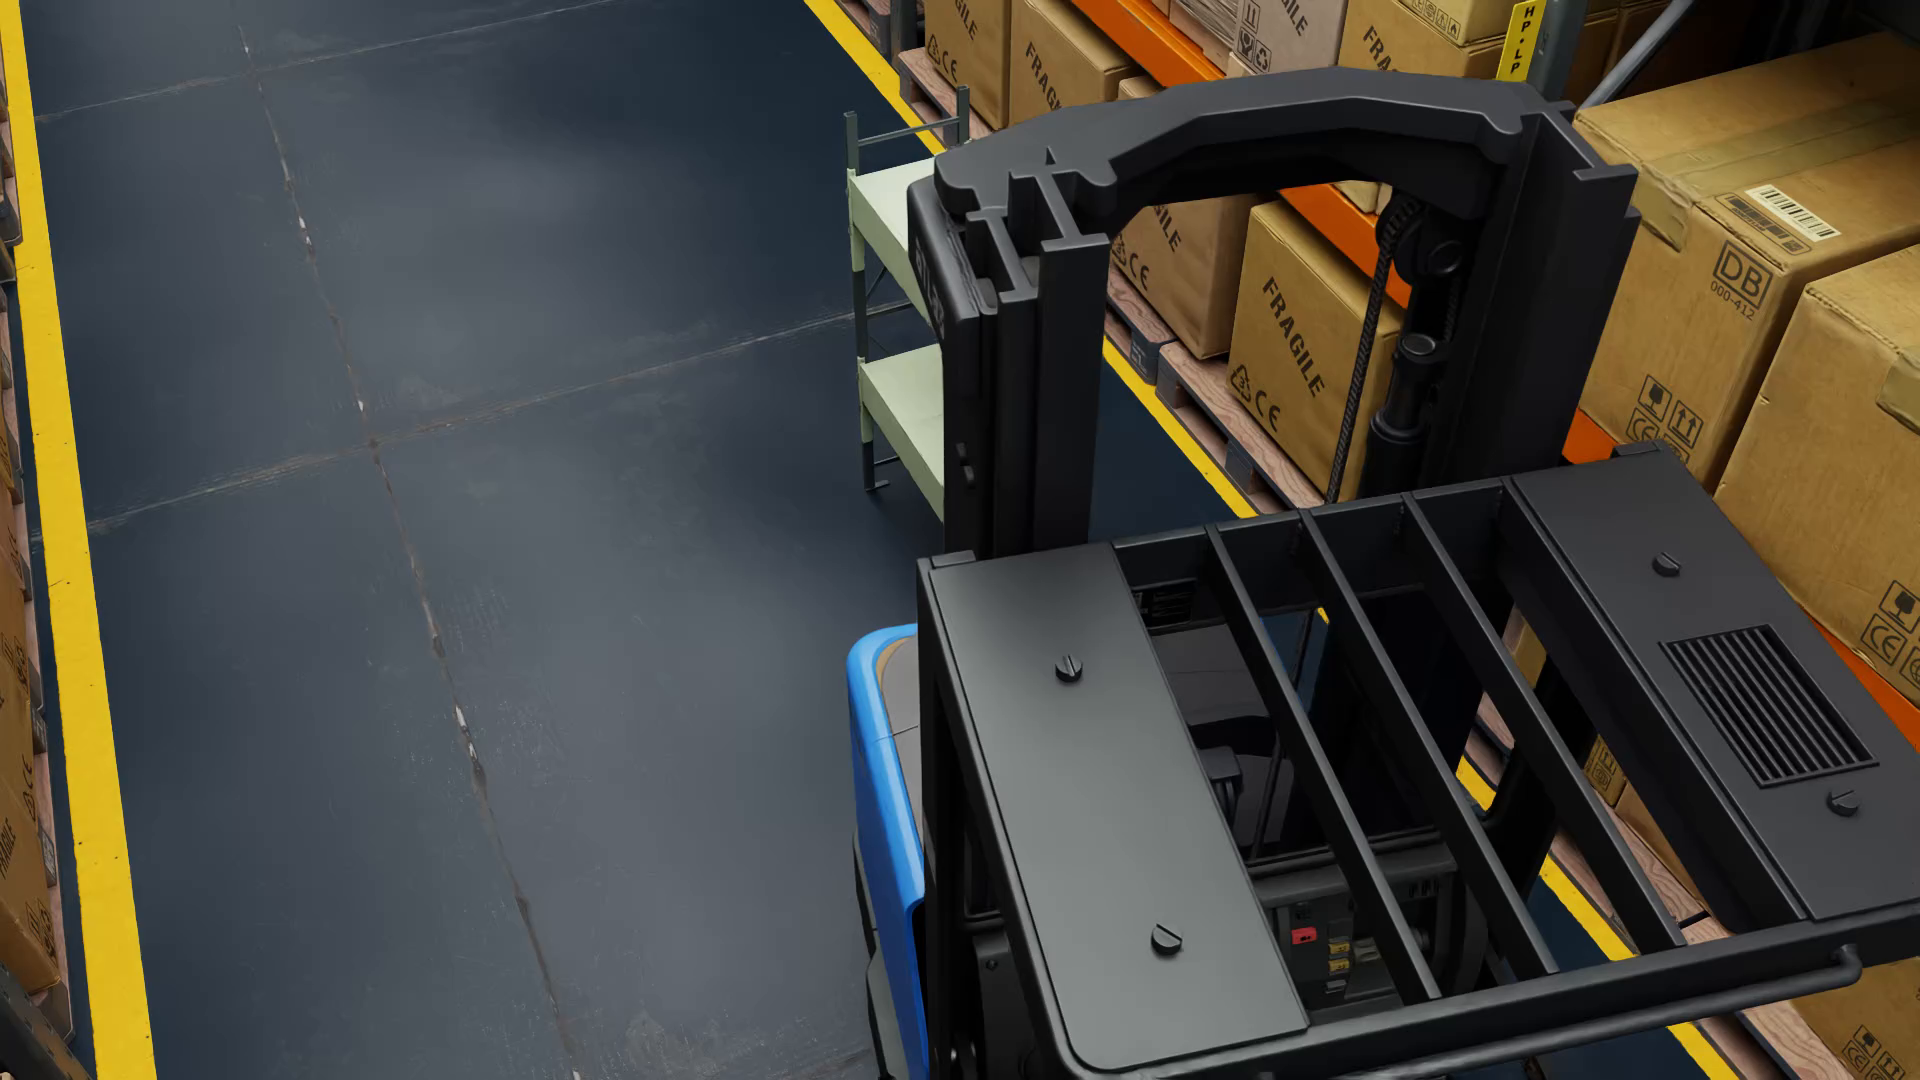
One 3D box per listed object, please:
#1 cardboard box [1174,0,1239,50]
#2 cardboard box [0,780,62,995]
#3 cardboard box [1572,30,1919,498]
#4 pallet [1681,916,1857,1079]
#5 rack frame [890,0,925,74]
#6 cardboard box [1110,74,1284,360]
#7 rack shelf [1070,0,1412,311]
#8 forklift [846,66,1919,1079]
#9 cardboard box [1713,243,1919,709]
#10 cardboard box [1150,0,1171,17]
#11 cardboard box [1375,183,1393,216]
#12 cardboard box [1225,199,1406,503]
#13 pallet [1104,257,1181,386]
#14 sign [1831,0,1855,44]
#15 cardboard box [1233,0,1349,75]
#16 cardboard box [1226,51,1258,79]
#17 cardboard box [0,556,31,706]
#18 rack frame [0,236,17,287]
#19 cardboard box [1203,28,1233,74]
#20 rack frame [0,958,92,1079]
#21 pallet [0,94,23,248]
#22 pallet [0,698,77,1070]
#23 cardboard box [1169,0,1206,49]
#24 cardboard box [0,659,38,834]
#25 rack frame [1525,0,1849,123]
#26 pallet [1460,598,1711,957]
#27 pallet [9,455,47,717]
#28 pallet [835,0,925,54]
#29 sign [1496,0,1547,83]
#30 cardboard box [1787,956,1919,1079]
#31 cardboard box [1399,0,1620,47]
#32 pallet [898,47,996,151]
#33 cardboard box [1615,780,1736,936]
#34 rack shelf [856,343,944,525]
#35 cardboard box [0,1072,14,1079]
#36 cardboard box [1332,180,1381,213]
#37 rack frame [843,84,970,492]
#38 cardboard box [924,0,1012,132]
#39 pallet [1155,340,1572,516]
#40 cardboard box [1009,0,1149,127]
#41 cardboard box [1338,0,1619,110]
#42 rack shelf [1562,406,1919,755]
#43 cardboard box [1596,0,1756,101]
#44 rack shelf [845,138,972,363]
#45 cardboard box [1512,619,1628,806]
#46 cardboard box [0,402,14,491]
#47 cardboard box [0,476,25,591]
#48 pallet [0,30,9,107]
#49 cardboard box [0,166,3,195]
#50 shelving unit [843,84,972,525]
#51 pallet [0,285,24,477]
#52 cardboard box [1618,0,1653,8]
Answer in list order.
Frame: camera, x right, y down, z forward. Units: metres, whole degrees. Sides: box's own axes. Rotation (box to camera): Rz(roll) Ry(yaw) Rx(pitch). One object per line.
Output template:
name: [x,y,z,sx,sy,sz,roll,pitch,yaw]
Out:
cardboard box: [0.979,-1.943,5.286,0.500,0.500,0.500,-18,47,-17]
cardboard box: [-2.646,0.888,4.180,0.500,0.500,0.500,-20,48,-19]
cardboard box: [2.042,-0.686,4.096,0.980,0.700,0.700,-17,47,-17]
pallet: [2.594,1.349,4.233,1.003,0.211,1.213,-18,47,-17]
rack frame: [0.147,-3.479,7.140,1.000,3.000,0.127,-18,47,-17]
cardboard box: [1.061,-1.256,6.118,0.750,0.750,0.750,-17,47,-16]
rack shelf: [0.988,-1.948,6.101,1.077,0.370,4.000,-18,47,-17]
forklift: [0.538,0.880,2.771,1.130,2.935,3.031,-9,45,-9]
cardboard box: [2.344,-0.219,3.623,0.980,0.700,0.700,-19,48,-18]
cardboard box: [0.834,-1.975,5.780,0.380,0.149,0.250,-17,47,-16]
cardboard box: [1.430,-0.979,4.772,0.380,0.149,0.250,-18,47,-17]
cardboard box: [1.438,-0.690,5.545,0.750,0.750,0.750,-18,47,-17]
pallet: [0.919,-1.185,6.801,1.003,0.211,1.213,-18,47,-17]
sign: [2.332,-1.431,4.392,0.100,0.325,0.005,-18,47,-17]
cardboard box: [1.183,-1.620,4.959,0.500,0.500,0.500,-18,47,-17]
cardboard box: [1.070,-1.463,5.261,0.380,0.149,0.250,-18,47,-17]
cardboard box: [-3.084,0.231,4.847,0.500,0.500,0.500,-17,47,-17]
rack frame: [-4.346,-2.014,5.655,1.000,3.000,0.127,-18,47,-17]
cardboard box: [1.027,-1.638,5.439,0.380,0.149,0.250,-18,47,-17]
rack frame: [-2.661,0.534,3.073,0.949,2.616,0.053,-18,47,-17]
pallet: [-4.657,-1.557,7.178,1.003,0.211,1.213,-18,47,-17]
pallet: [-3.040,1.021,4.565,1.003,0.211,1.213,-18,47,-17]
cardboard box: [0.935,-1.802,5.605,0.380,0.149,0.250,-19,48,-18]
cardboard box: [-2.881,0.552,4.522,0.500,0.500,0.500,-17,47,-17]
rack frame: [1.829,-0.930,4.557,1.000,3.000,0.127,-18,47,-17]
pallet: [2.078,0.570,5.022,1.003,0.211,1.213,-18,47,-17]
pallet: [-3.557,0.242,5.354,1.003,0.211,1.213,-18,47,-17]
pallet: [-0.180,-2.985,8.625,1.003,0.211,1.213,-18,47,-17]
sign: [1.341,-1.147,4.009,0.100,0.325,0.005,-18,47,-17]
cardboard box: [2.472,0.966,4.116,0.700,0.500,0.500,-17,47,-16]
cardboard box: [1.400,-1.568,4.372,0.500,0.250,0.500,-17,47,-16]
pallet: [0.410,-1.962,7.588,1.003,0.211,1.213,-18,47,-17]
cardboard box: [2.258,0.638,4.448,0.700,0.500,0.500,-18,48,-18]
rack shelf: [-0.003,-0.306,5.457,0.431,0.370,0.720,-18,47,-17]
cardboard box: [-2.167,1.548,3.512,0.500,0.500,0.500,-18,47,-17]
cardboard box: [1.302,-1.133,4.927,0.380,0.149,0.250,-17,47,-17]
rack frame: [-0.157,-0.771,5.464,0.400,1.500,0.023,-18,47,-17]
cardboard box: [0.337,-2.356,7.233,0.750,0.750,0.750,-19,48,-18]
pallet: [1.436,-0.407,6.012,1.003,0.211,1.213,-18,47,-17]
cardboard box: [0.700,-1.796,6.666,0.750,0.750,0.750,-18,47,-18]
cardboard box: [1.406,-1.298,4.633,0.500,0.500,0.500,-19,48,-18]
rack shelf: [2.670,0.601,3.518,1.077,0.370,4.000,-18,47,-17]
cardboard box: [1.864,-1.446,4.783,0.500,0.500,0.500,-20,48,-19]
rack shelf: [-0.003,-0.816,4.953,0.431,0.370,0.720,-18,47,-17]
cardboard box: [2.050,0.317,4.774,0.700,0.500,0.500,-17,47,-17]
cardboard box: [-3.522,-0.424,5.510,0.500,0.500,0.500,-20,48,-19]
cardboard box: [-3.296,-0.091,5.173,0.500,0.500,0.500,-20,48,-19]
pallet: [-5.166,-2.334,7.965,1.003,0.211,1.213,-18,47,-17]
cardboard box: [-4.300,-1.605,6.899,0.500,0.250,0.500,-18,47,-18]
shelving unit: [-0.003,-0.538,5.228,0.431,1.500,0.755,-18,47,-17]
pallet: [-4.066,-0.534,6.141,1.003,0.211,1.213,-18,47,-17]
cardboard box: [1.872,-1.715,4.522,0.500,0.250,0.500,-17,47,-16]
